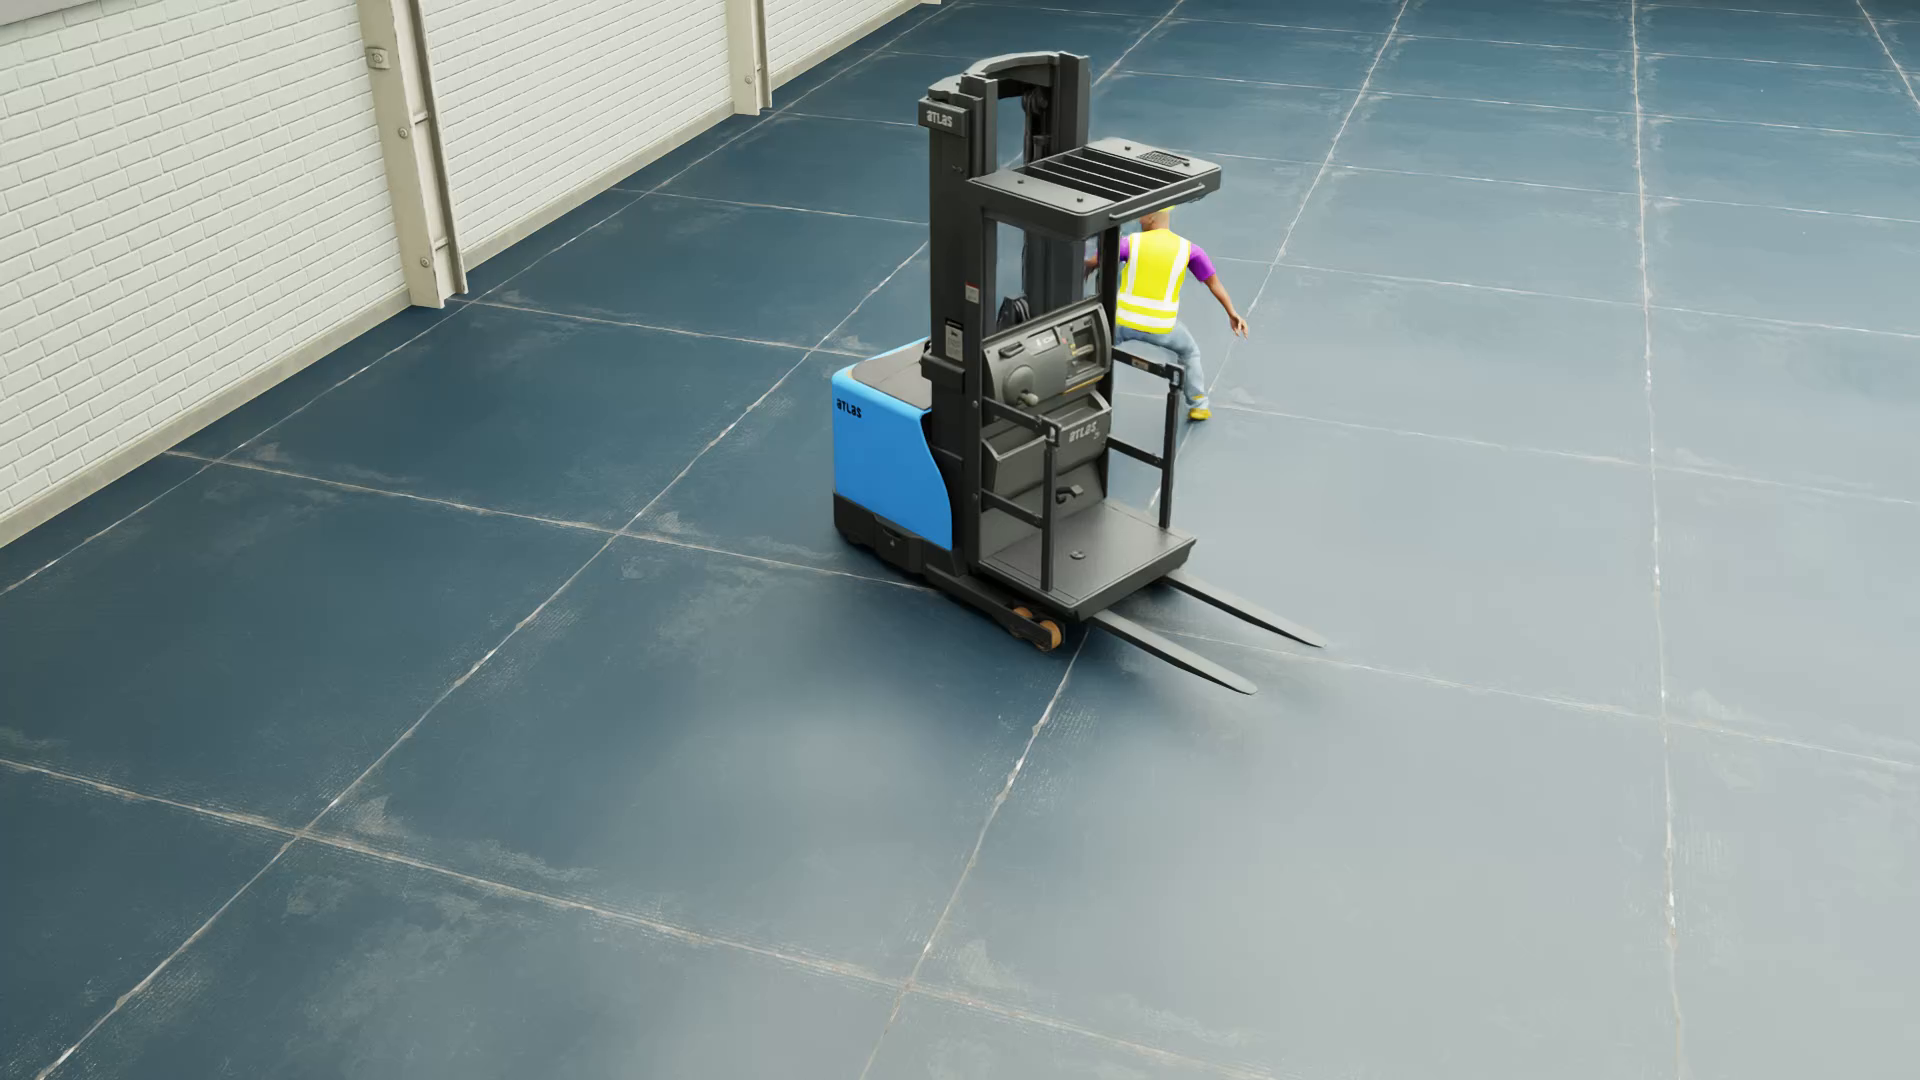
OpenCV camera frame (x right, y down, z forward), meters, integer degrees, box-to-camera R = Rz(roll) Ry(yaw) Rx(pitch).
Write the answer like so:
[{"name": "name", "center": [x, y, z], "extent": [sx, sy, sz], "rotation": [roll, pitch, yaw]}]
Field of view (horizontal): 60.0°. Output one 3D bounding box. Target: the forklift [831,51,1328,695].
[{"name": "forklift", "center": [0.628, -0.958, 8.817], "extent": [1.130, 2.935, 3.031], "rotation": [-26, 39, -38]}]

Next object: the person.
[{"name": "person", "center": [1.330, -1.499, 11.191], "extent": [1.223, 1.686, 0.551], "rotation": [5, 30, 10]}]
